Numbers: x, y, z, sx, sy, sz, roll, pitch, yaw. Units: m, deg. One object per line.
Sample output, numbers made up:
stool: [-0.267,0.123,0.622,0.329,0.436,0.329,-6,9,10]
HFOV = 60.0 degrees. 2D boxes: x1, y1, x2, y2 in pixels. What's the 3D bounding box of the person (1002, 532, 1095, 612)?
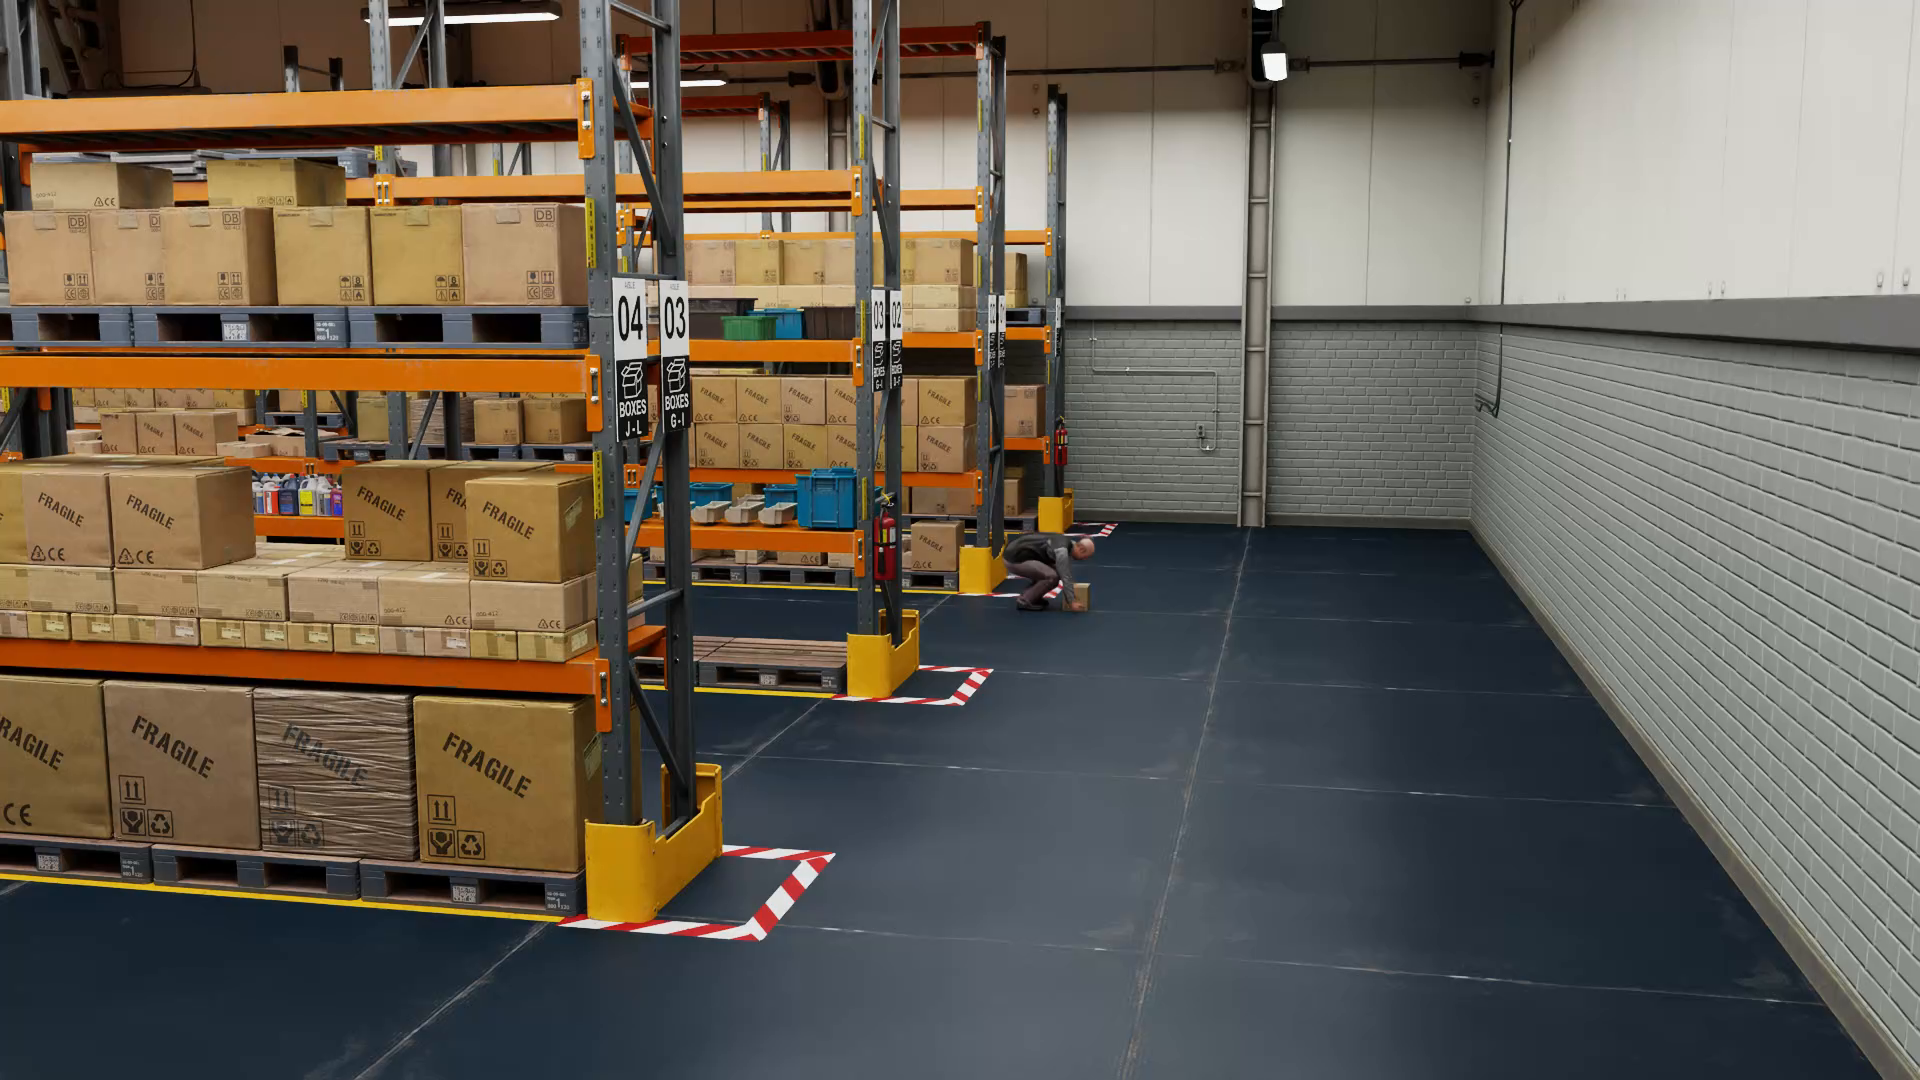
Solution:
person: [0.906,0.321,17.064,0.945,0.803,0.506,1,8,7]
